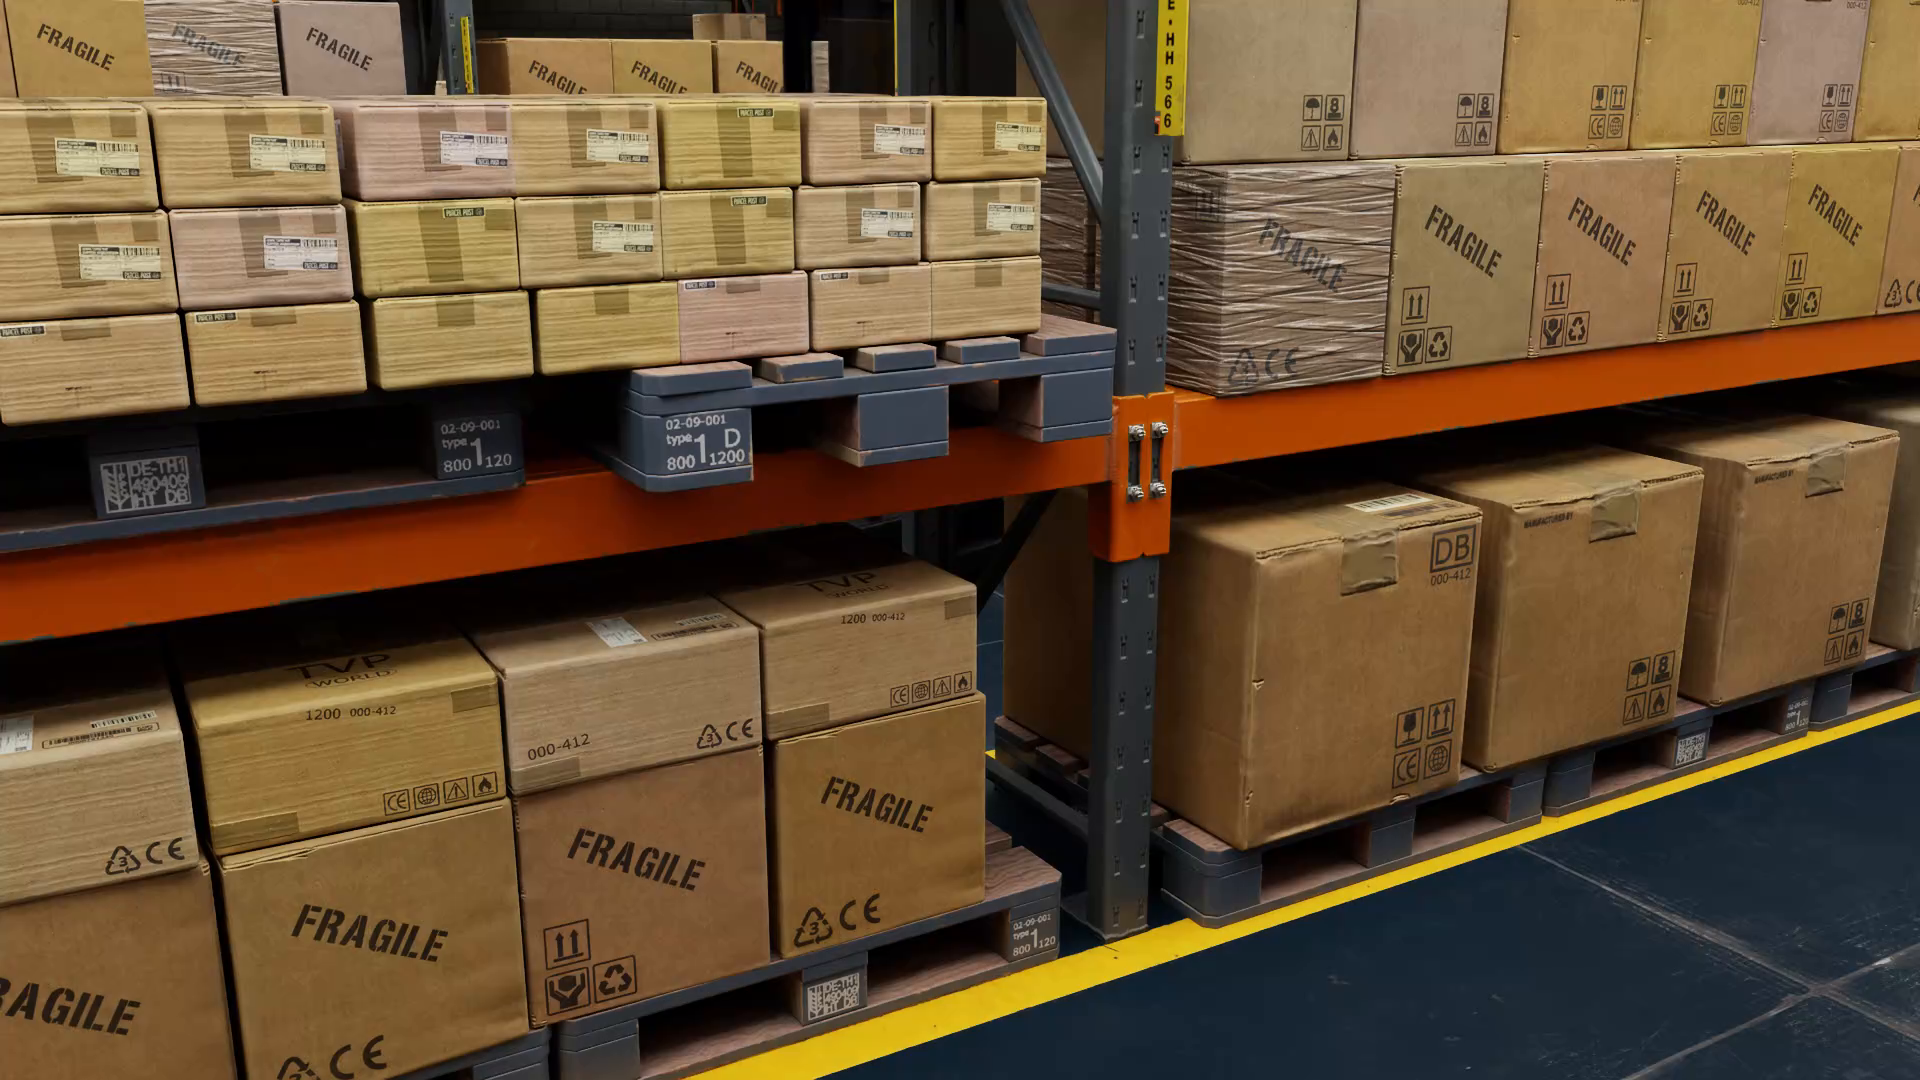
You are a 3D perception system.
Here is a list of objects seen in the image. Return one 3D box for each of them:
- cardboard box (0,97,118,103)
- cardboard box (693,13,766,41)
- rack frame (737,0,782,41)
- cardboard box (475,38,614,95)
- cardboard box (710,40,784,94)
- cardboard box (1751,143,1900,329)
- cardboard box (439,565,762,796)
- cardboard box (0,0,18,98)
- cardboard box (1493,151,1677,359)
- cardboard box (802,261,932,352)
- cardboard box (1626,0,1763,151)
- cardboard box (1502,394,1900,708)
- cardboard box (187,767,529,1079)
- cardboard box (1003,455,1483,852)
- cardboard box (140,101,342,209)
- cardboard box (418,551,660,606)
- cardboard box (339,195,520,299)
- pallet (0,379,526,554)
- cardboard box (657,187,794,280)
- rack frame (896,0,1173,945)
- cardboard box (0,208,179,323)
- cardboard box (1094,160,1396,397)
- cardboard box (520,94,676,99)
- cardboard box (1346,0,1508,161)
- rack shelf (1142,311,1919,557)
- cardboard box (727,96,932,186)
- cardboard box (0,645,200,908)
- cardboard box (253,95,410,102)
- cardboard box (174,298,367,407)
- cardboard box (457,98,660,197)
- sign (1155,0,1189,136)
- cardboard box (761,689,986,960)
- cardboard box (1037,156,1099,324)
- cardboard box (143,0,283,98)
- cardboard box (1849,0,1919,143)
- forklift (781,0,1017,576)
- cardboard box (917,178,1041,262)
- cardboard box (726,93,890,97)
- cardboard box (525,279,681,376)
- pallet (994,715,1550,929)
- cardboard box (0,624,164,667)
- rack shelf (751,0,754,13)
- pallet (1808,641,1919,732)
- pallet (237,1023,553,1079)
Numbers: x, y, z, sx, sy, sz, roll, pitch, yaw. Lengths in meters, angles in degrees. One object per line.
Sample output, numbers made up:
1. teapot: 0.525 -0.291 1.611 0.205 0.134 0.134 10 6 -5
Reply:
1. cardboard box: -1.692 -0.735 3.058 0.250 0.149 0.380 -10 18 -30
2. cardboard box: -1.233 -2.733 8.886 0.250 0.149 0.380 -10 19 -32
3. rack frame: -1.621 -3.438 14.118 0.127 3.000 1.000 -9 18 -30
4. cardboard box: -1.986 -2.137 7.961 0.500 0.500 0.500 -10 18 -31
5. cardboard box: -1.091 -2.286 8.495 0.500 0.500 0.500 -9 18 -29
6. cardboard box: 2.398 -0.932 4.994 0.500 0.500 0.500 -9 18 -29
7. cardboard box: -0.733 0.266 3.369 0.500 0.250 0.500 -9 18 -29
8. cardboard box: -4.101 -1.922 6.672 0.500 0.500 0.500 -10 18 -31
9. cardboard box: 1.536 -0.793 4.495 0.500 0.500 0.500 -9 18 -30
10. cardboard box: -0.254 -0.475 3.236 0.250 0.149 0.380 -9 18 -30
11. cardboard box: 1.845 -1.406 4.832 0.500 0.500 0.700 -9 18 -30
12. cardboard box: 2.260 -0.038 5.377 0.750 0.750 1.050 -9 18 -30
13. cardboard box: -1.176 0.699 3.213 0.500 0.500 0.500 -10 19 -32
14. cardboard box: 0.714 0.214 4.479 0.750 0.750 1.050 -9 18 -30
15. cardboard box: -1.148 -0.617 2.640 0.250 0.149 0.380 -8 18 -27
16. cardboard box: -1.005 0.148 3.790 0.500 0.250 0.500 -9 18 -30
17. cardboard box: -0.925 -0.510 2.809 0.250 0.149 0.380 -9 18 -30
18. pallet: -1.530 -0.226 3.015 1.213 0.211 1.003 -9 18 -30
19. cardboard box: -0.496 -0.579 3.054 0.250 0.149 0.380 -9 18 -28
20. rack frame: 0.145 -0.603 4.004 0.127 3.000 1.000 -9 18 -30
21. cardboard box: -1.369 -0.438 2.551 0.250 0.149 0.380 -10 18 -31
22. cardboard box: 0.669 -0.651 3.990 0.500 0.500 0.500 -9 18 -29
23. cardboard box: -0.792 -0.880 3.578 0.250 0.149 0.380 -9 18 -30
24. cardboard box: 0.968 -1.263 4.322 0.500 0.500 0.700 -10 18 -31
25. rack shelf: 1.860 -0.535 5.093 4.000 0.370 1.077 -9 18 -30
26. cardboard box: -0.255 -0.762 3.157 0.250 0.149 0.380 -9 18 -30
27. cardboard box: -1.619 0.407 2.864 0.500 0.250 0.500 -8 18 -28
28. cardboard box: -1.250 -0.806 3.312 0.250 0.149 0.380 -8 18 -27
29. cardboard box: -1.143 -0.332 2.726 0.250 0.149 0.380 -9 18 -28
30. cardboard box: -0.707 -0.688 2.892 0.250 0.149 0.380 -9 18 -28
31. sign: 0.433 -0.998 3.415 0.005 0.325 0.100 -9 18 -30
32. cardboard box: -0.284 0.550 3.743 0.500 0.500 0.500 -9 18 -30
33. cardboard box: 0.393 -0.776 4.436 0.500 0.500 0.500 -9 18 -30
34. cardboard box: -3.235 -2.058 7.158 0.500 0.500 0.500 -9 18 -29
35. cardboard box: 2.712 -1.546 5.331 0.500 0.500 0.700 -10 18 -31
36. forklift: -0.494 -1.283 6.556 1.130 2.935 3.031 15 22 43
37. cardboard box: -0.044 -0.654 3.320 0.250 0.149 0.380 -9 18 -29
38. cardboard box: -0.354 -0.951 3.830 0.250 0.149 0.380 -9 18 -30
39. cardboard box: -0.690 -0.406 2.987 0.250 0.149 0.380 -9 18 -30
40. pallet: 0.860 0.647 4.709 1.213 0.211 1.003 -9 18 -30
41. cardboard box: -1.882 0.286 3.296 0.500 0.250 0.500 -10 19 -32
42. rack shelf: 0.093 -4.814 14.802 4.000 0.370 1.077 -9 18 -30
43. pallet: 2.952 0.308 5.919 1.213 0.211 1.003 -9 18 -30
44. pallet: -1.570 1.016 3.393 1.213 0.211 1.003 -9 18 -30
